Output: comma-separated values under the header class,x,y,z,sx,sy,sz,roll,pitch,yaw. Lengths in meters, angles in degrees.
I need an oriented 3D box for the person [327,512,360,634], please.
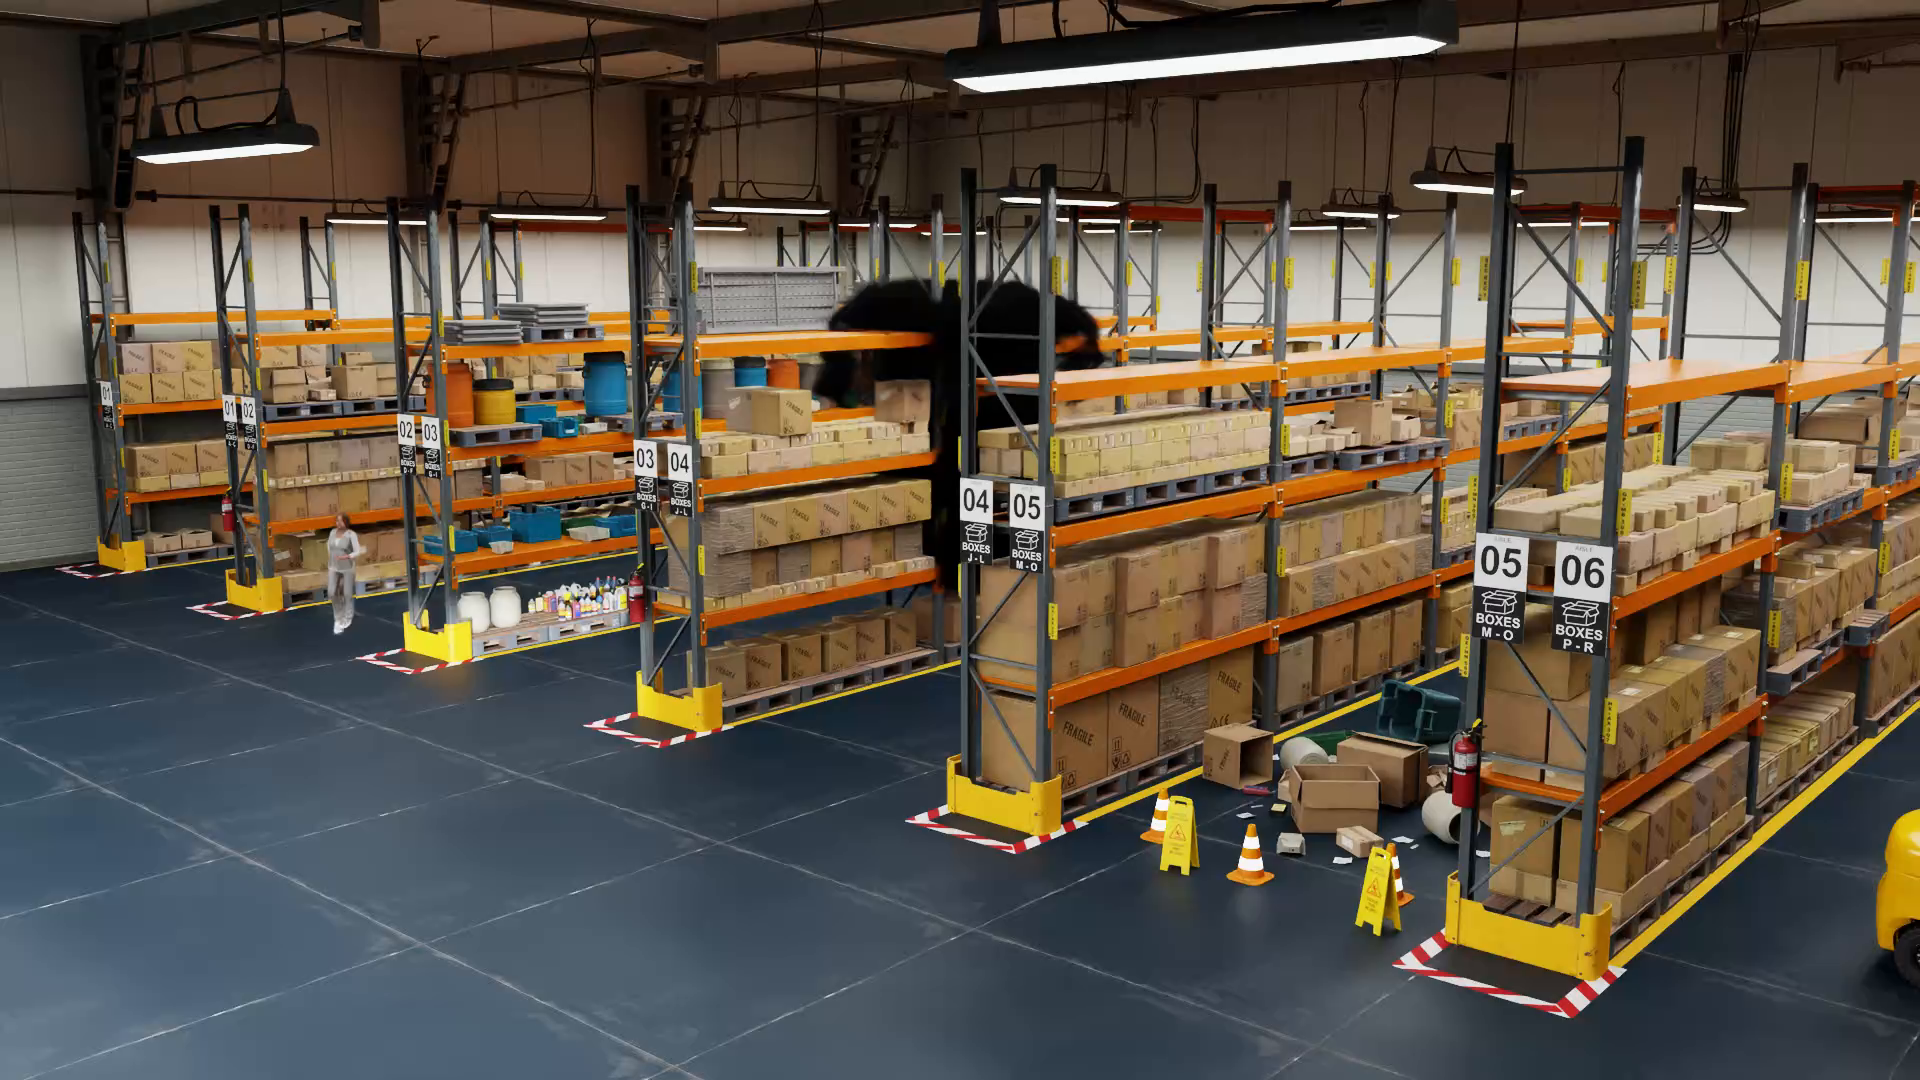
class,x,y,z,sx,sy,sz,roll,pitch,yaw
person,-8.252,0.447,22.212,0.511,1.641,0.579,0,9,1
